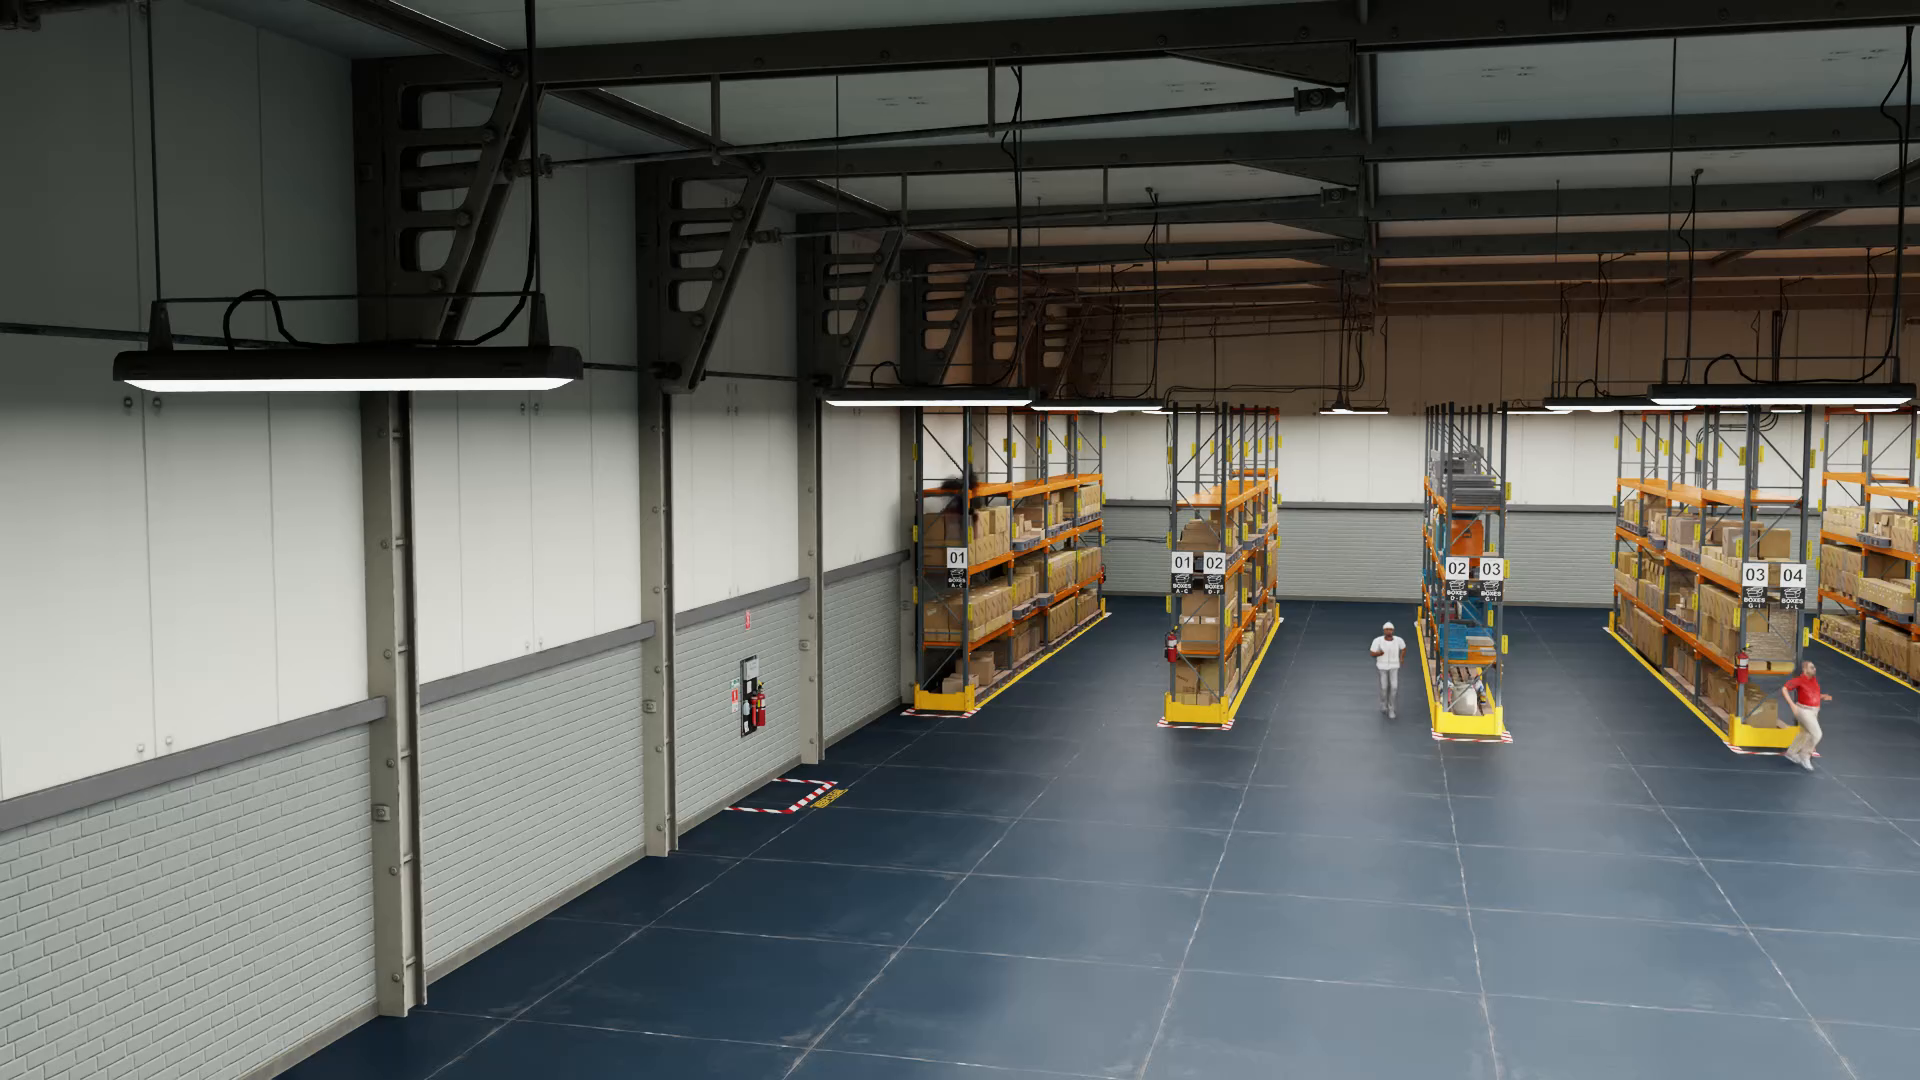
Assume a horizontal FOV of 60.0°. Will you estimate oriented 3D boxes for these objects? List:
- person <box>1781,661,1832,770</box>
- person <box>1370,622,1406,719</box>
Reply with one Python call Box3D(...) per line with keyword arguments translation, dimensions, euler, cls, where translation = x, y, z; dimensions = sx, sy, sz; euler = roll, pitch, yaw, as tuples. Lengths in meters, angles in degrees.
Box3D(translation=(13.850, 2.869, 27.177), dimensions=(0.637, 1.781, 0.751), euler=(-3, 5, -37), cls="person")
Box3D(translation=(8.196, 2.481, 31.842), dimensions=(0.678, 1.822, 0.739), euler=(1, 4, 12), cls="person")
